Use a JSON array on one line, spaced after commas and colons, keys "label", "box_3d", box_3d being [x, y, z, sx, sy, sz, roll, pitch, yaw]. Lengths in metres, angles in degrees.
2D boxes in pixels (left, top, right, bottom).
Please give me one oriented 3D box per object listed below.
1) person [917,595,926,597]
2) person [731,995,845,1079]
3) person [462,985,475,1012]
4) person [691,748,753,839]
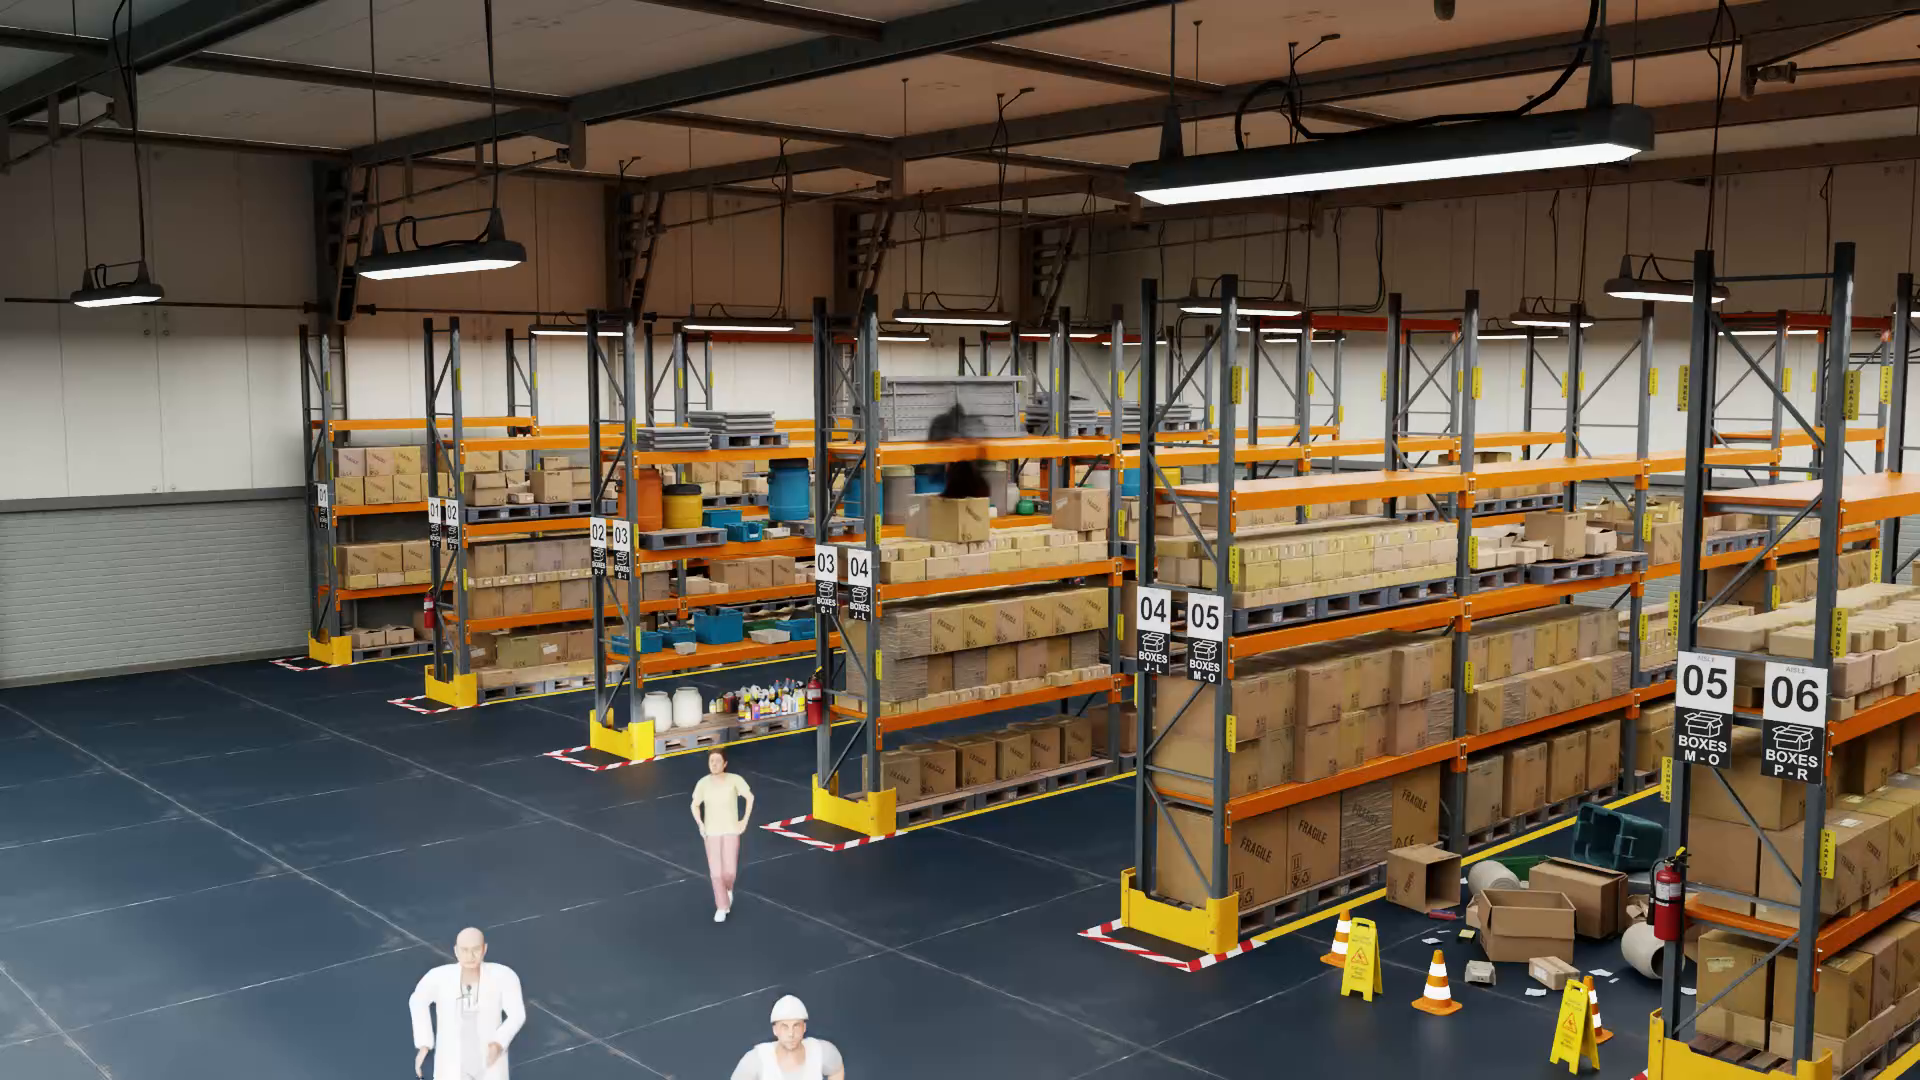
[{"label": "person", "box_3d": [-0.889, 1.365, 28.020, 0.612, 1.700, 0.604, 5, 8, 41]}, {"label": "person", "box_3d": [-0.949, 3.302, 9.091, 0.643, 1.710, 0.780, 0, 6, -5]}, {"label": "person", "box_3d": [-3.096, 3.413, 10.399, 0.233, 1.396, 0.446, -2, 6, -19]}, {"label": "person", "box_3d": [-2.256, 2.373, 15.651, 0.586, 0.815, 0.413, 0, 6, -1]}]
